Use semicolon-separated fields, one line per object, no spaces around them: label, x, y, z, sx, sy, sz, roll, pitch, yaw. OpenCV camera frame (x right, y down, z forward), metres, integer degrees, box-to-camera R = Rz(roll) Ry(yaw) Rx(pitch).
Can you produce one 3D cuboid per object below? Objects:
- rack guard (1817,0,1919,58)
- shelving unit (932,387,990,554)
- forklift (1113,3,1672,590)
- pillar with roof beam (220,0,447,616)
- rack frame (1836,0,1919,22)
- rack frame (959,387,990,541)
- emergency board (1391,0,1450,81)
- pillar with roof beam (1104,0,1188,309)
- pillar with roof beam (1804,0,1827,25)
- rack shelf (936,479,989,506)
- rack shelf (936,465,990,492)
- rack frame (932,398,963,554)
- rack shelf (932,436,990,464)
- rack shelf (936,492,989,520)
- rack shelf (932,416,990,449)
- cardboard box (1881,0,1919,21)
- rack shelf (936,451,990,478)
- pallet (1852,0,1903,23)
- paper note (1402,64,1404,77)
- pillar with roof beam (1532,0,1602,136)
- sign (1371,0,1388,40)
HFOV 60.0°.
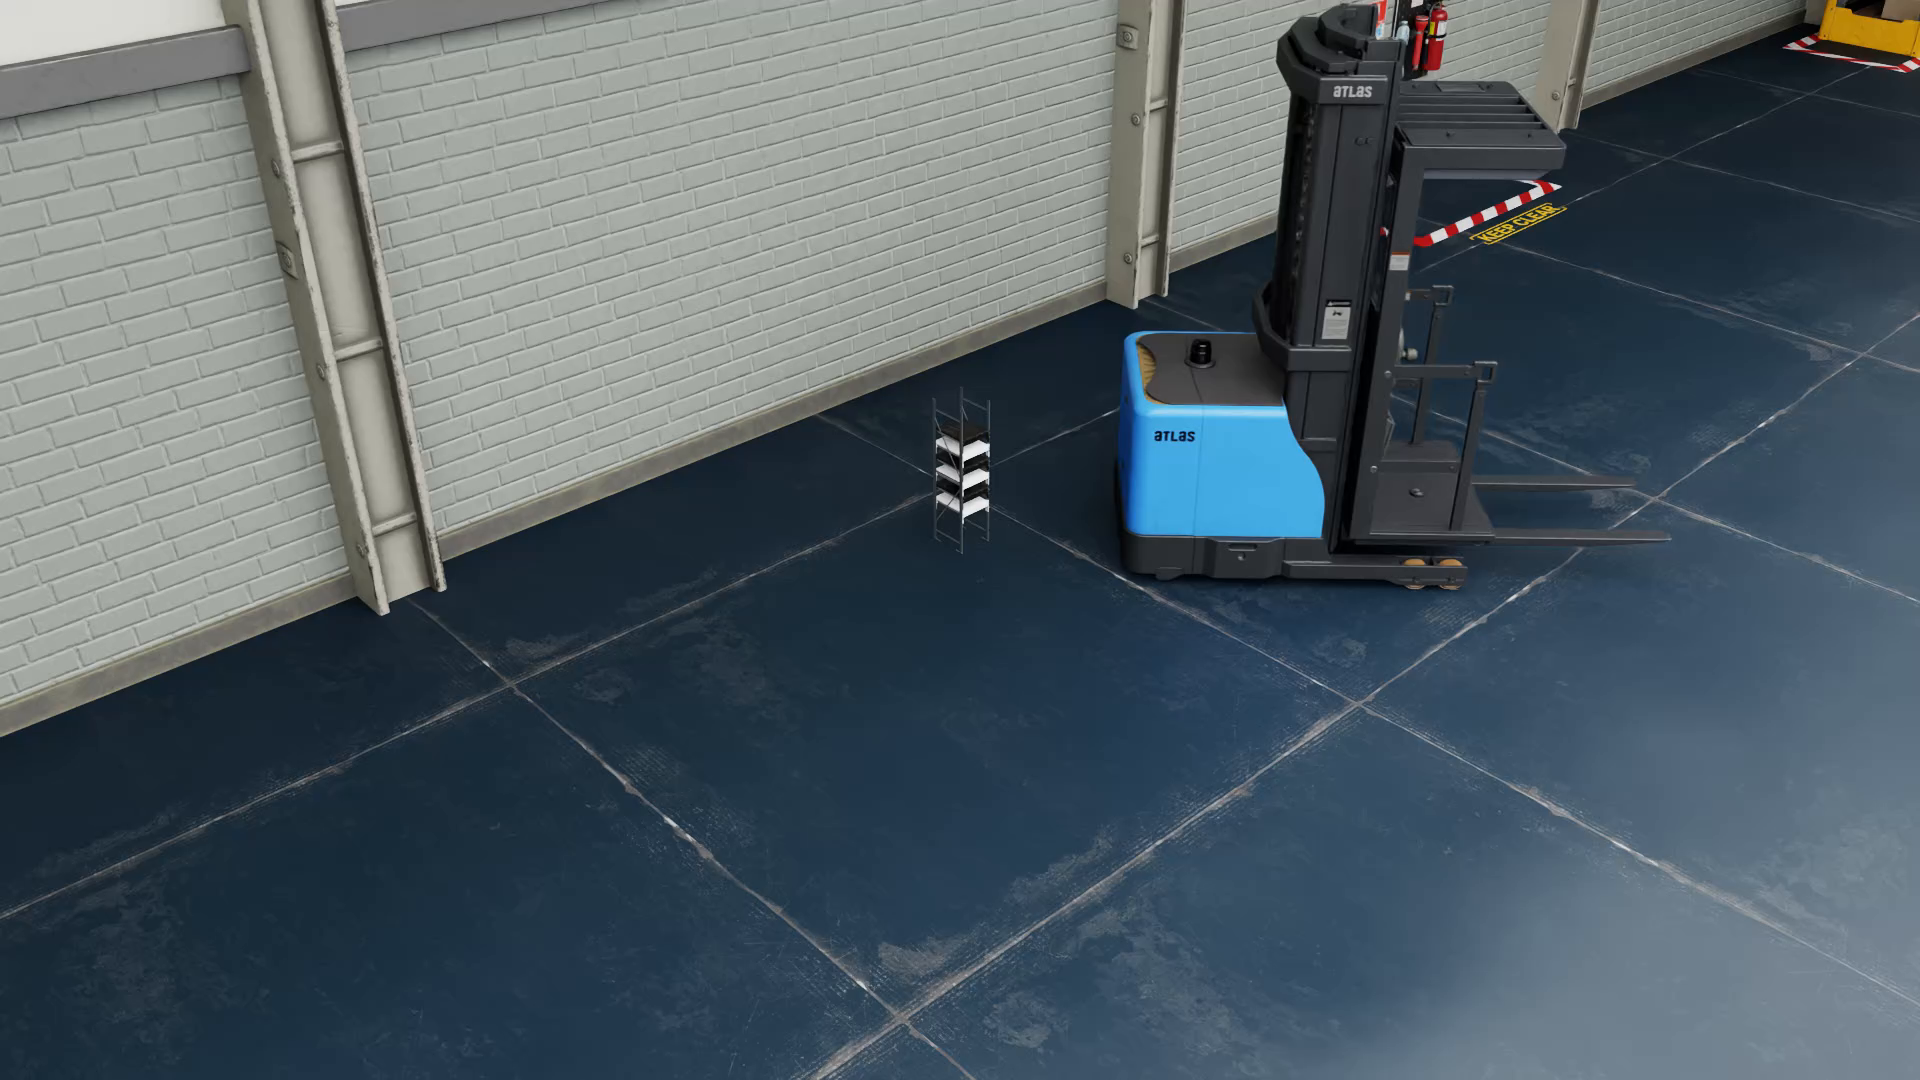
rack guard;10.262;-5.767;18.536;0.348;0.500;1.175;-26;40;-35
shelving unit;0.006;-0.387;9.354;0.210;0.900;0.258;-26;40;-35
forklift;2.422;-1.260;8.835;3.031;2.935;1.130;1;31;1
pillar with roof beam;-0.141;-1.914;4.088;0.400;9.000;9.100;-26;40;-35
rack frame;10.206;-6.806;17.840;0.127;3.000;1.000;-26;40;-35
rack frame;0.081;-0.423;9.413;0.006;0.900;0.240;-26;40;-35
emergency board;3.893;-4.395;13.897;0.643;1.169;0.194;-26;40;-35
pillar with roof beam;4.259;-4.042;7.568;0.400;9.000;9.100;-26;40;-35
pillar with roof beam;13.058;-8.298;14.529;0.400;9.000;9.100;-26;40;-35
rack shelf;0.006;-0.282;9.419;0.200;0.077;0.258;-26;40;-35
rack shelf;0.006;-0.358;9.372;0.200;0.077;0.258;-26;40;-35
rack frame;-0.069;-0.351;9.295;0.006;0.900;0.240;-26;40;-35
rack shelf;0.006;-0.512;9.278;0.200;0.077;0.258;-26;40;-35
rack shelf;0.006;-0.205;9.466;0.200;0.077;0.258;-26;40;-35
rack shelf;0.006;-0.589;9.231;0.200;0.077;0.258;-26;40;-35
cardboard box;10.774;-6.058;18.772;0.500;0.311;0.500;24;39;34
rack shelf;0.006;-0.435;9.325;0.200;0.077;0.258;-26;40;-35
pallet;10.881;-5.918;19.061;1.213;0.211;1.003;-26;40;-35
paper note;3.717;-3.983;14.068;0.142;0.148;0.016;-26;40;-35
pillar with roof beam;8.658;-6.170;11.049;0.400;9.000;9.100;-26;40;-35
sign;3.418;-4.254;13.632;0.234;0.329;0.001;-26;40;-35
